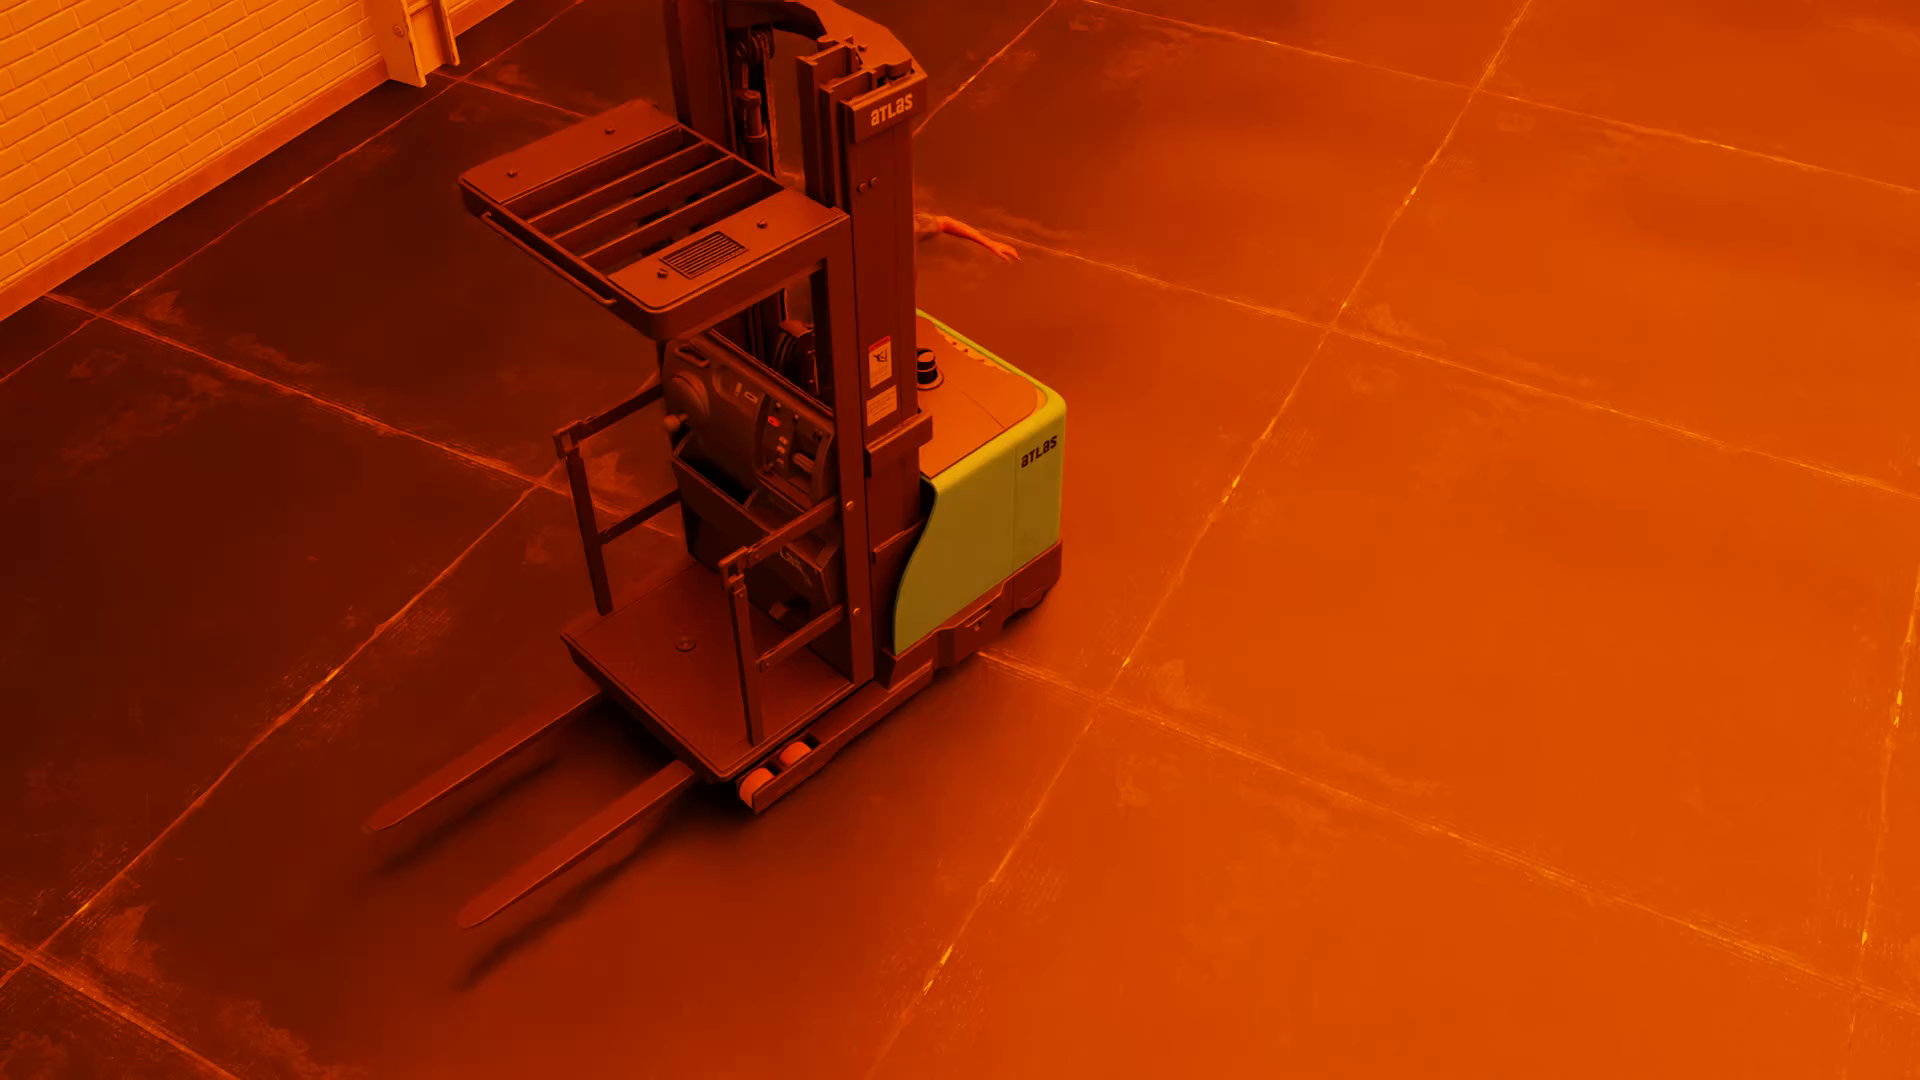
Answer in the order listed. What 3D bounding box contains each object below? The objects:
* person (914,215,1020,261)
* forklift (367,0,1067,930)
[{"bbox_3d":[-0.158,-0.927,7.733,0.786,1.418,1.017,18,46,18],"label":"person"},{"bbox_3d":[-0.946,-0.394,6.072,3.031,2.935,1.130,-34,53,-31],"label":"forklift"}]
